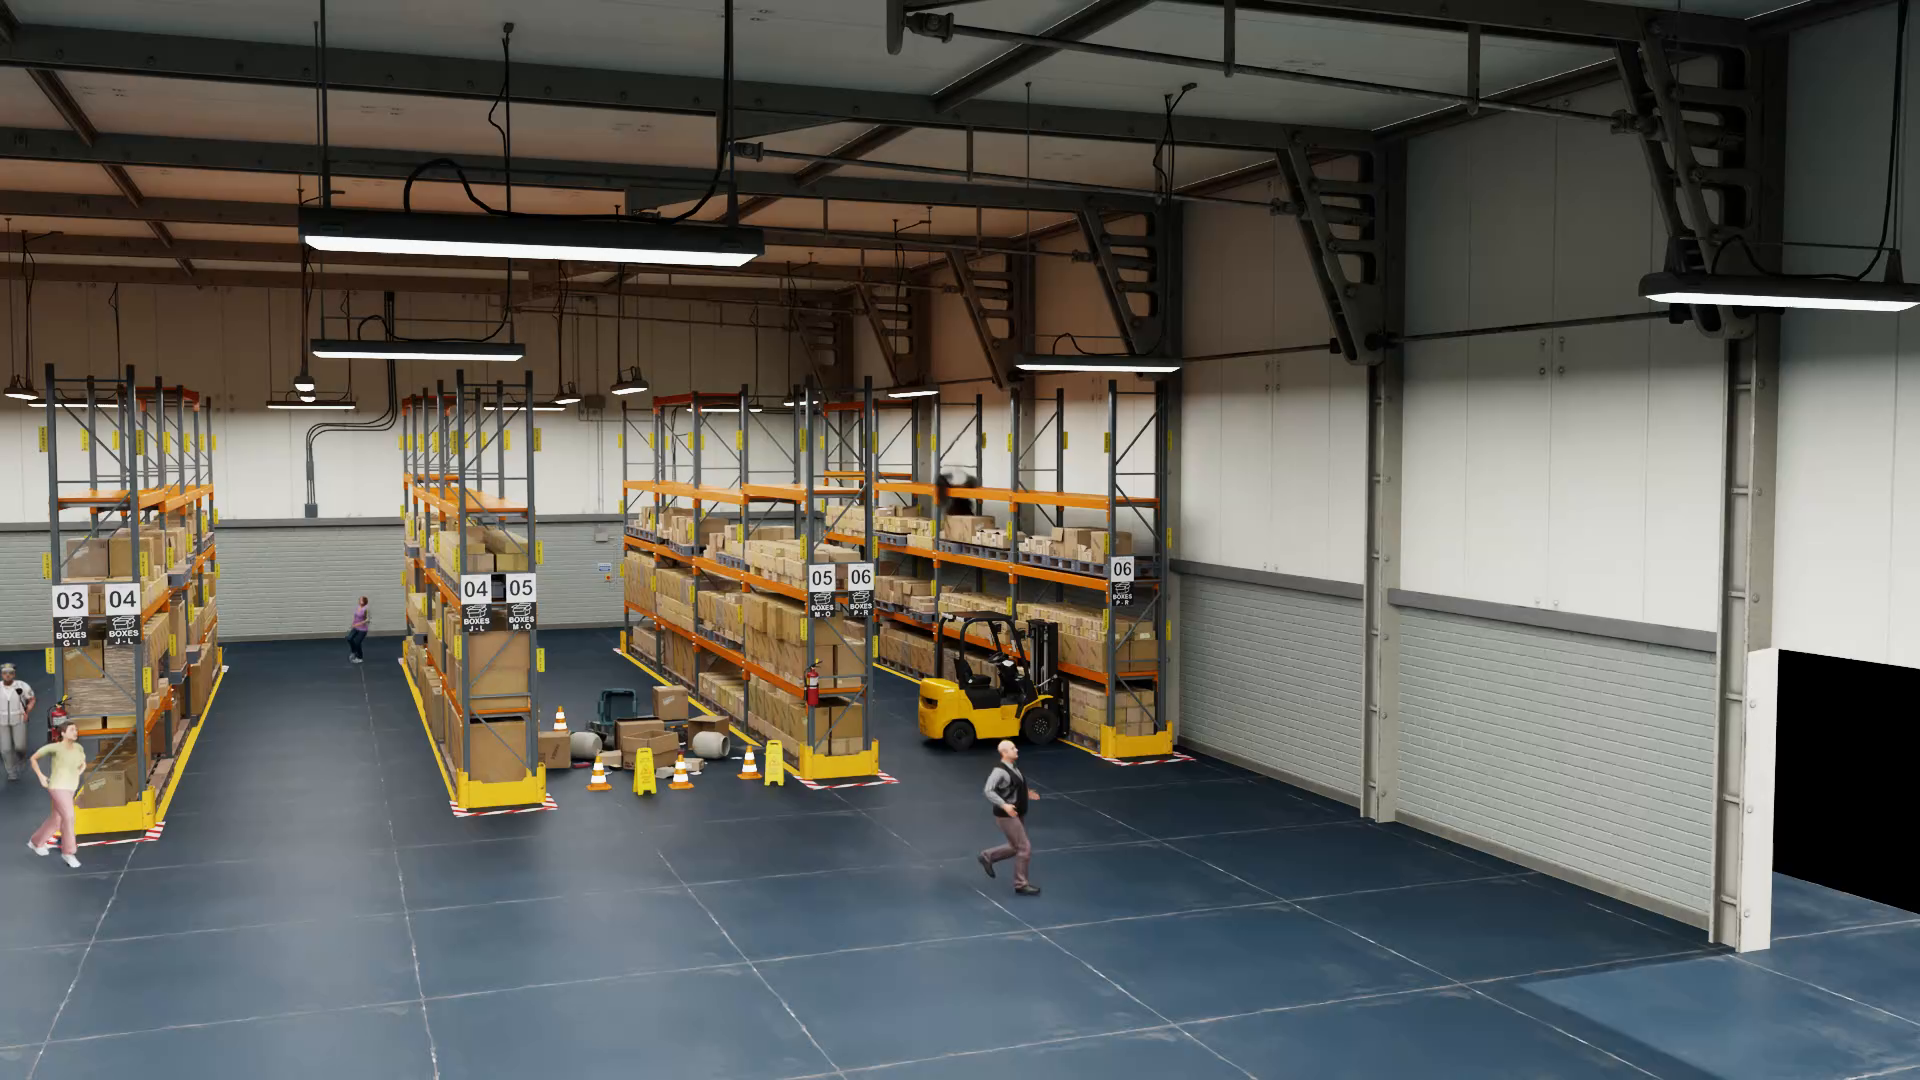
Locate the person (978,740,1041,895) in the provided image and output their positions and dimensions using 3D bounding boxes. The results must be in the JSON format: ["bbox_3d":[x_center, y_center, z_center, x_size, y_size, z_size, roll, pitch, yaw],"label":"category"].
[{"bbox_3d":[0.533,3.075,18.538,0.803,1.689,0.668,1,4,24],"label":"person"}]

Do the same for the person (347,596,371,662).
[{"bbox_3d":[-13.603,2.027,37.645,0.545,1.530,0.551,1,4,18],"label":"person"}]

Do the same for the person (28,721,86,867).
[{"bbox_3d":[-10.766,3.019,19.963,0.876,1.699,0.586,1,3,17],"label":"person"}]

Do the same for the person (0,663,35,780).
[{"bbox_3d":[-14.088,2.687,24.679,0.640,1.736,0.596,-2,4,-25],"label":"person"}]
